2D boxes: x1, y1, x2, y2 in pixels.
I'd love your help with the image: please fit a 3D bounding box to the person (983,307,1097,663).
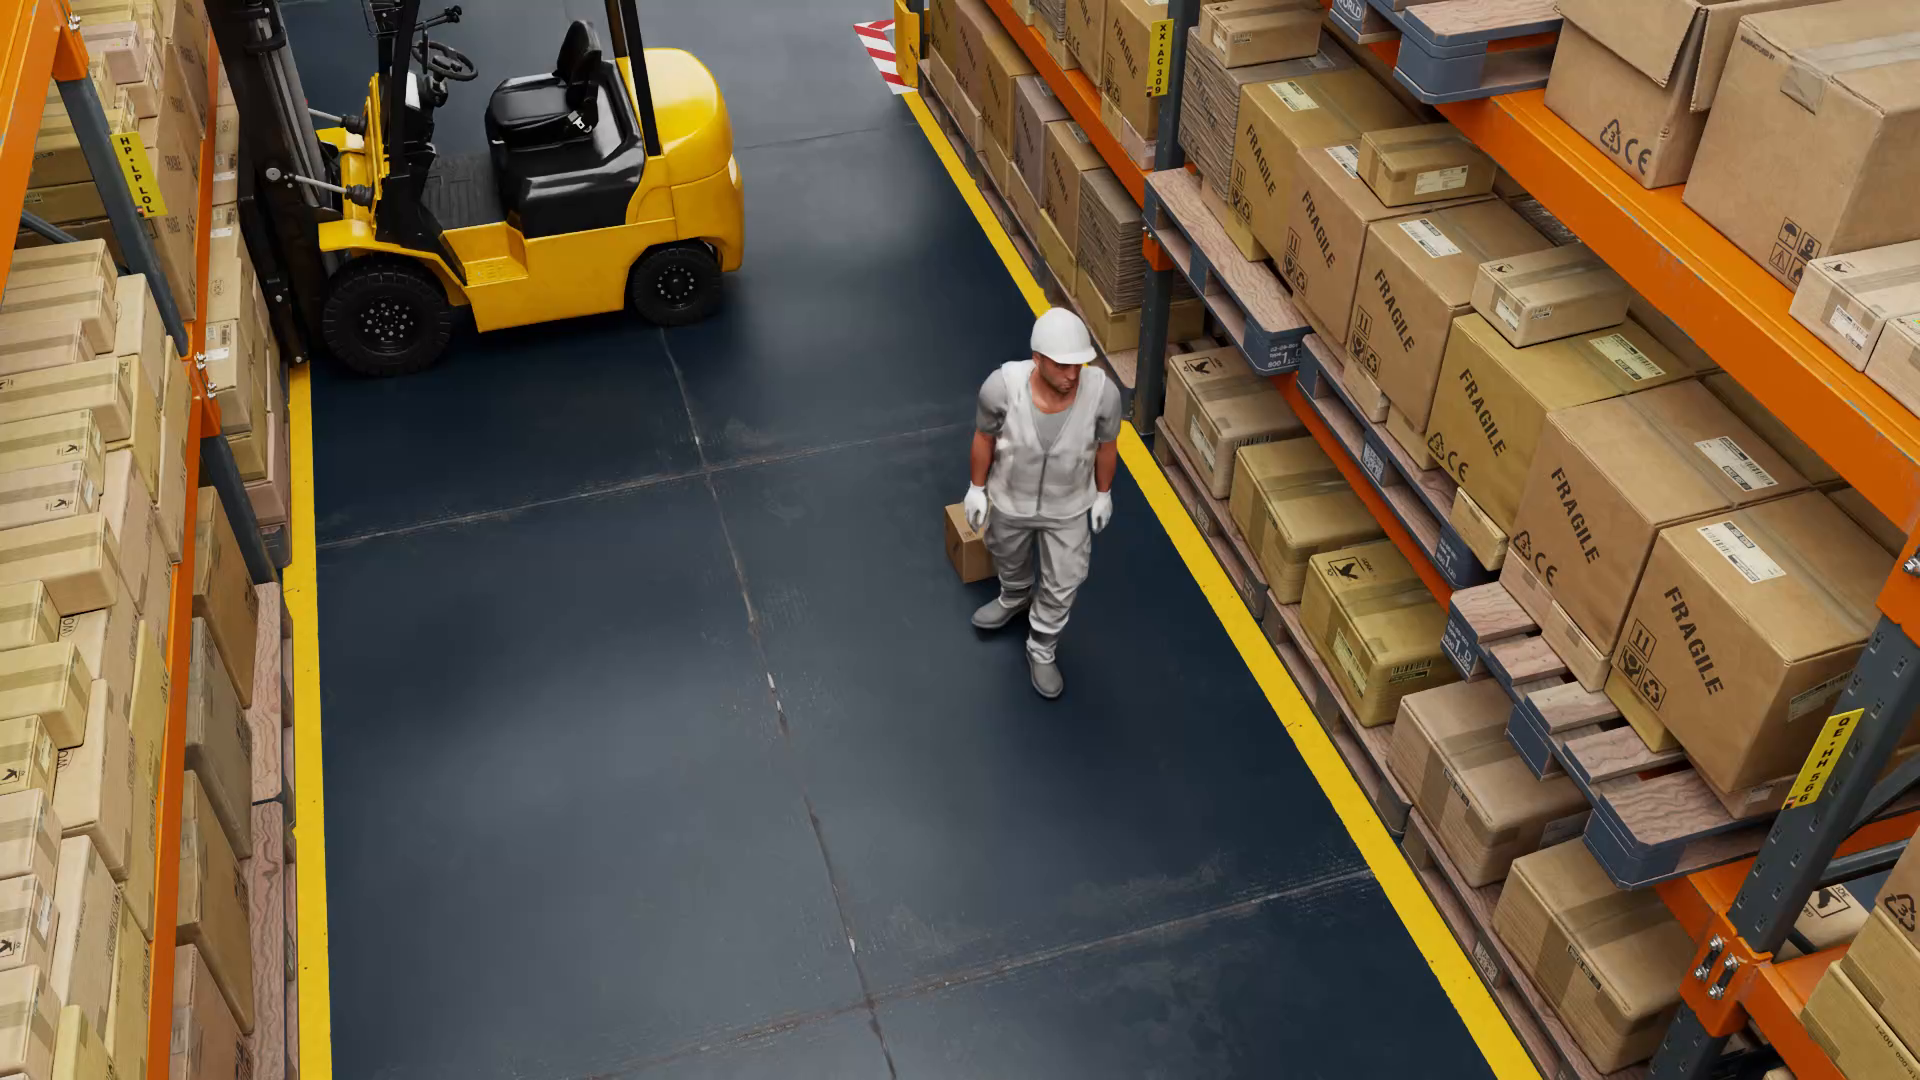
[{"bbox_3d":[7.604,-12.363,19.949,11.643,1.778,38.200,3,42,4],"label":"person"}]
